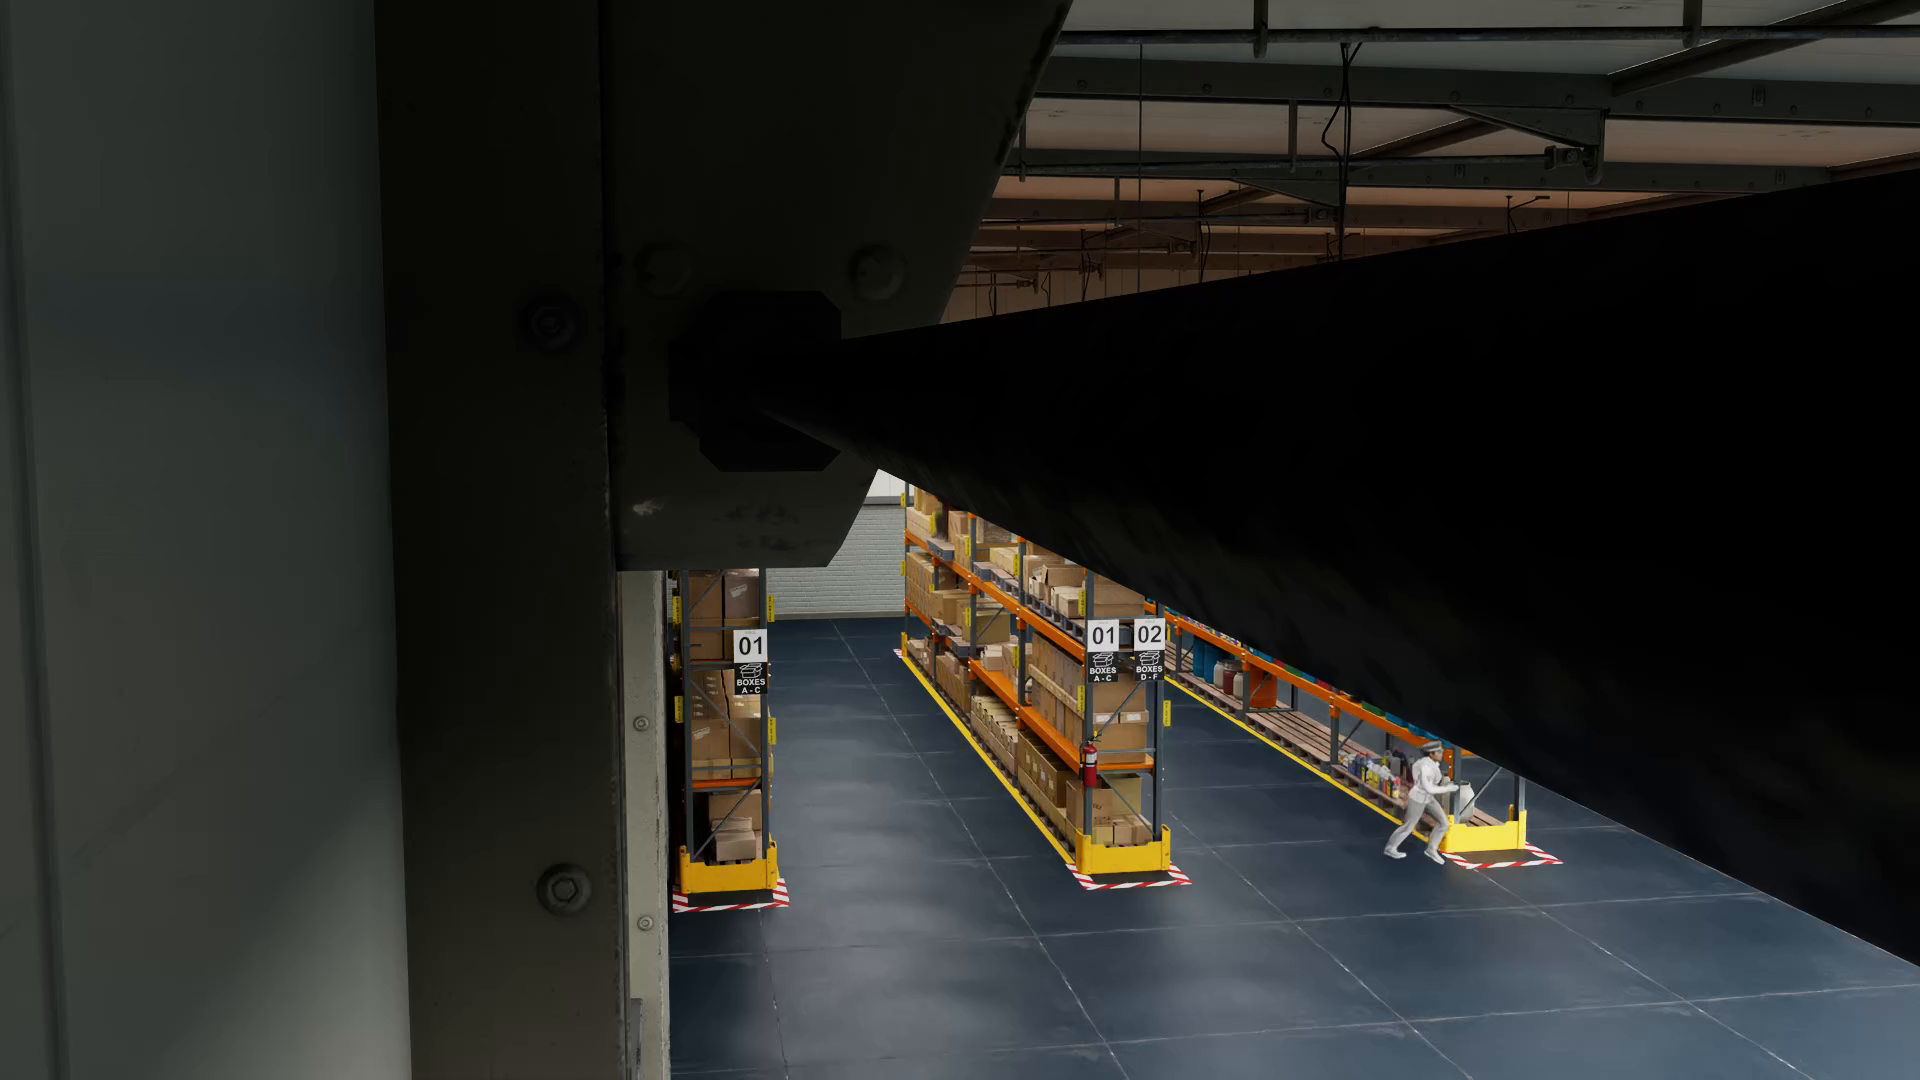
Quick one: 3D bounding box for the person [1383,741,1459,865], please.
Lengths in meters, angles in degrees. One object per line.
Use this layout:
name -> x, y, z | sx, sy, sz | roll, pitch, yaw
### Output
person -> 5.859, 3.322, 21.103 | 0.934, 1.630, 0.541 | 4, 7, 34
